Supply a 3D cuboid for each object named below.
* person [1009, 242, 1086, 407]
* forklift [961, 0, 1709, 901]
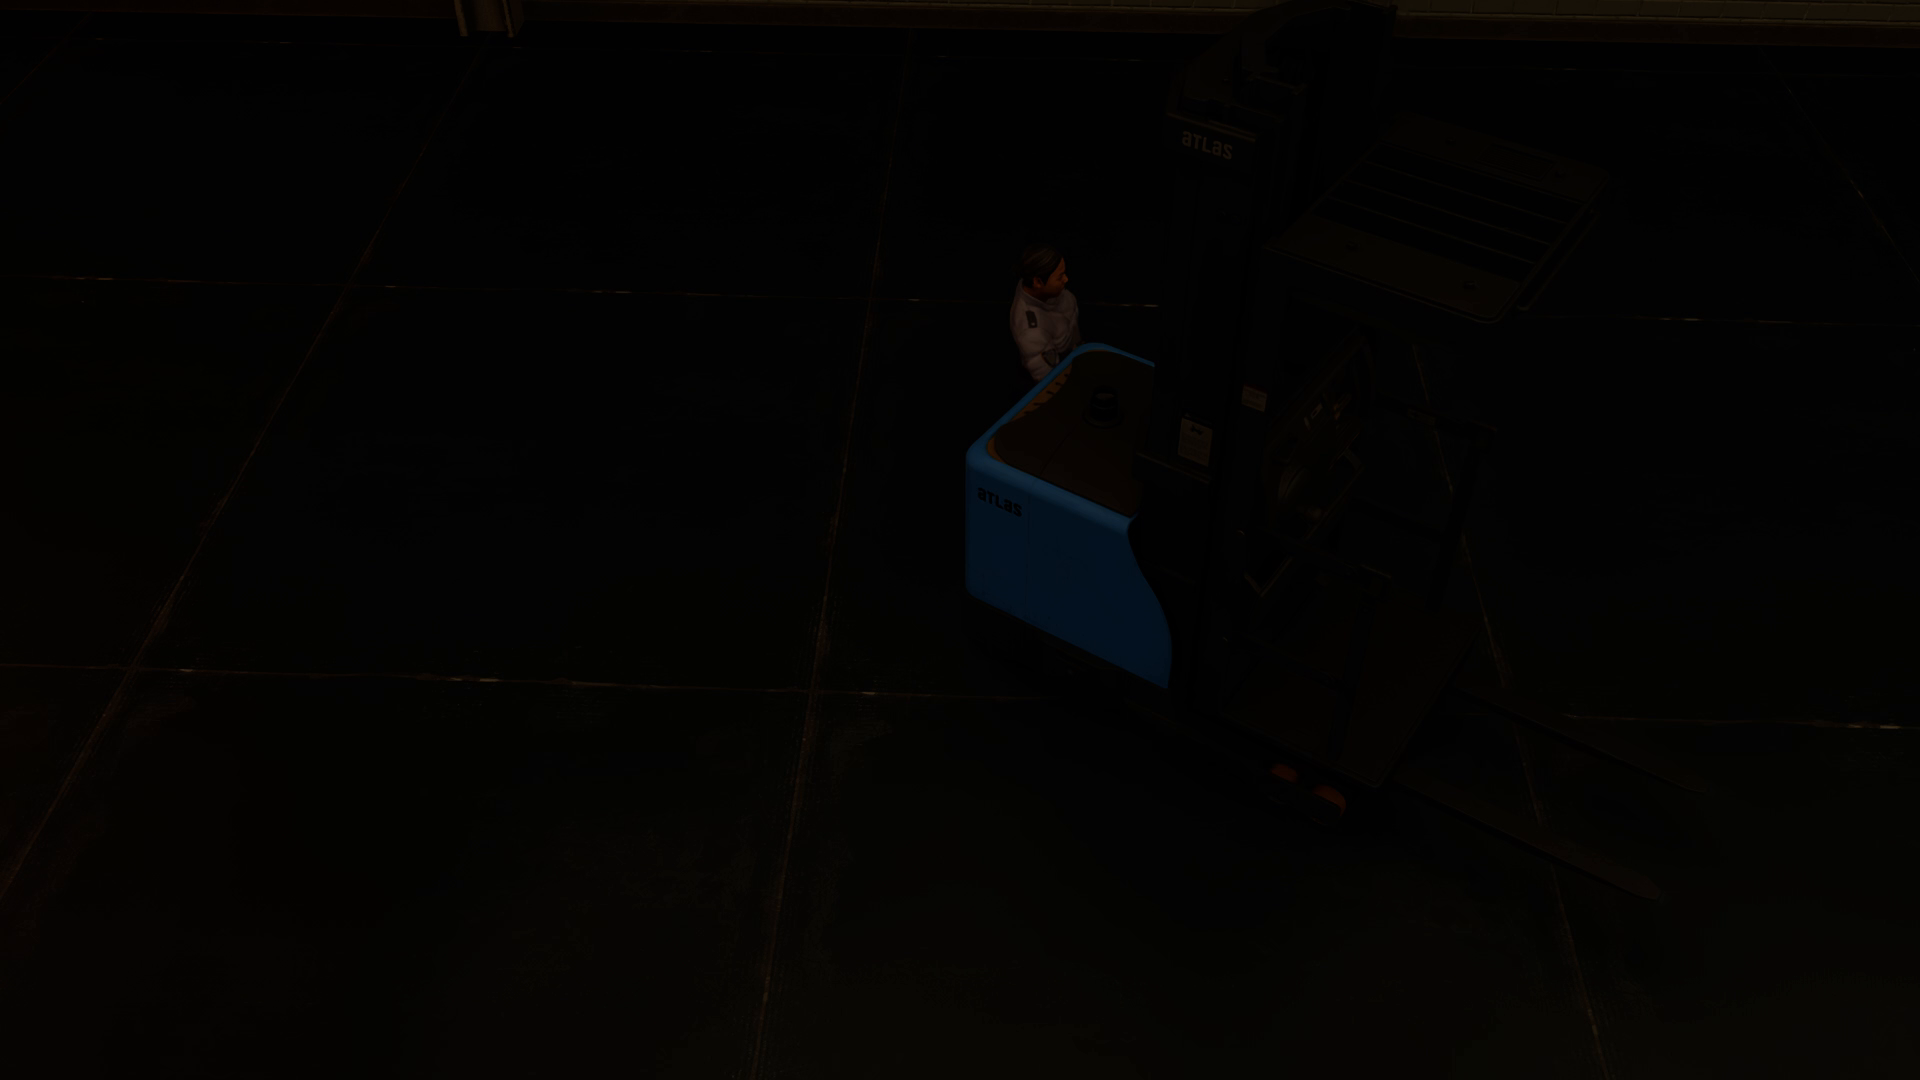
[{"bbox_3d":[0.522,-0.627,7.471,0.661,1.536,0.741,13,44,14],"label":"person"},{"bbox_3d":[1.509,-0.351,6.127,3.031,2.935,1.130,25,48,25],"label":"forklift"}]
